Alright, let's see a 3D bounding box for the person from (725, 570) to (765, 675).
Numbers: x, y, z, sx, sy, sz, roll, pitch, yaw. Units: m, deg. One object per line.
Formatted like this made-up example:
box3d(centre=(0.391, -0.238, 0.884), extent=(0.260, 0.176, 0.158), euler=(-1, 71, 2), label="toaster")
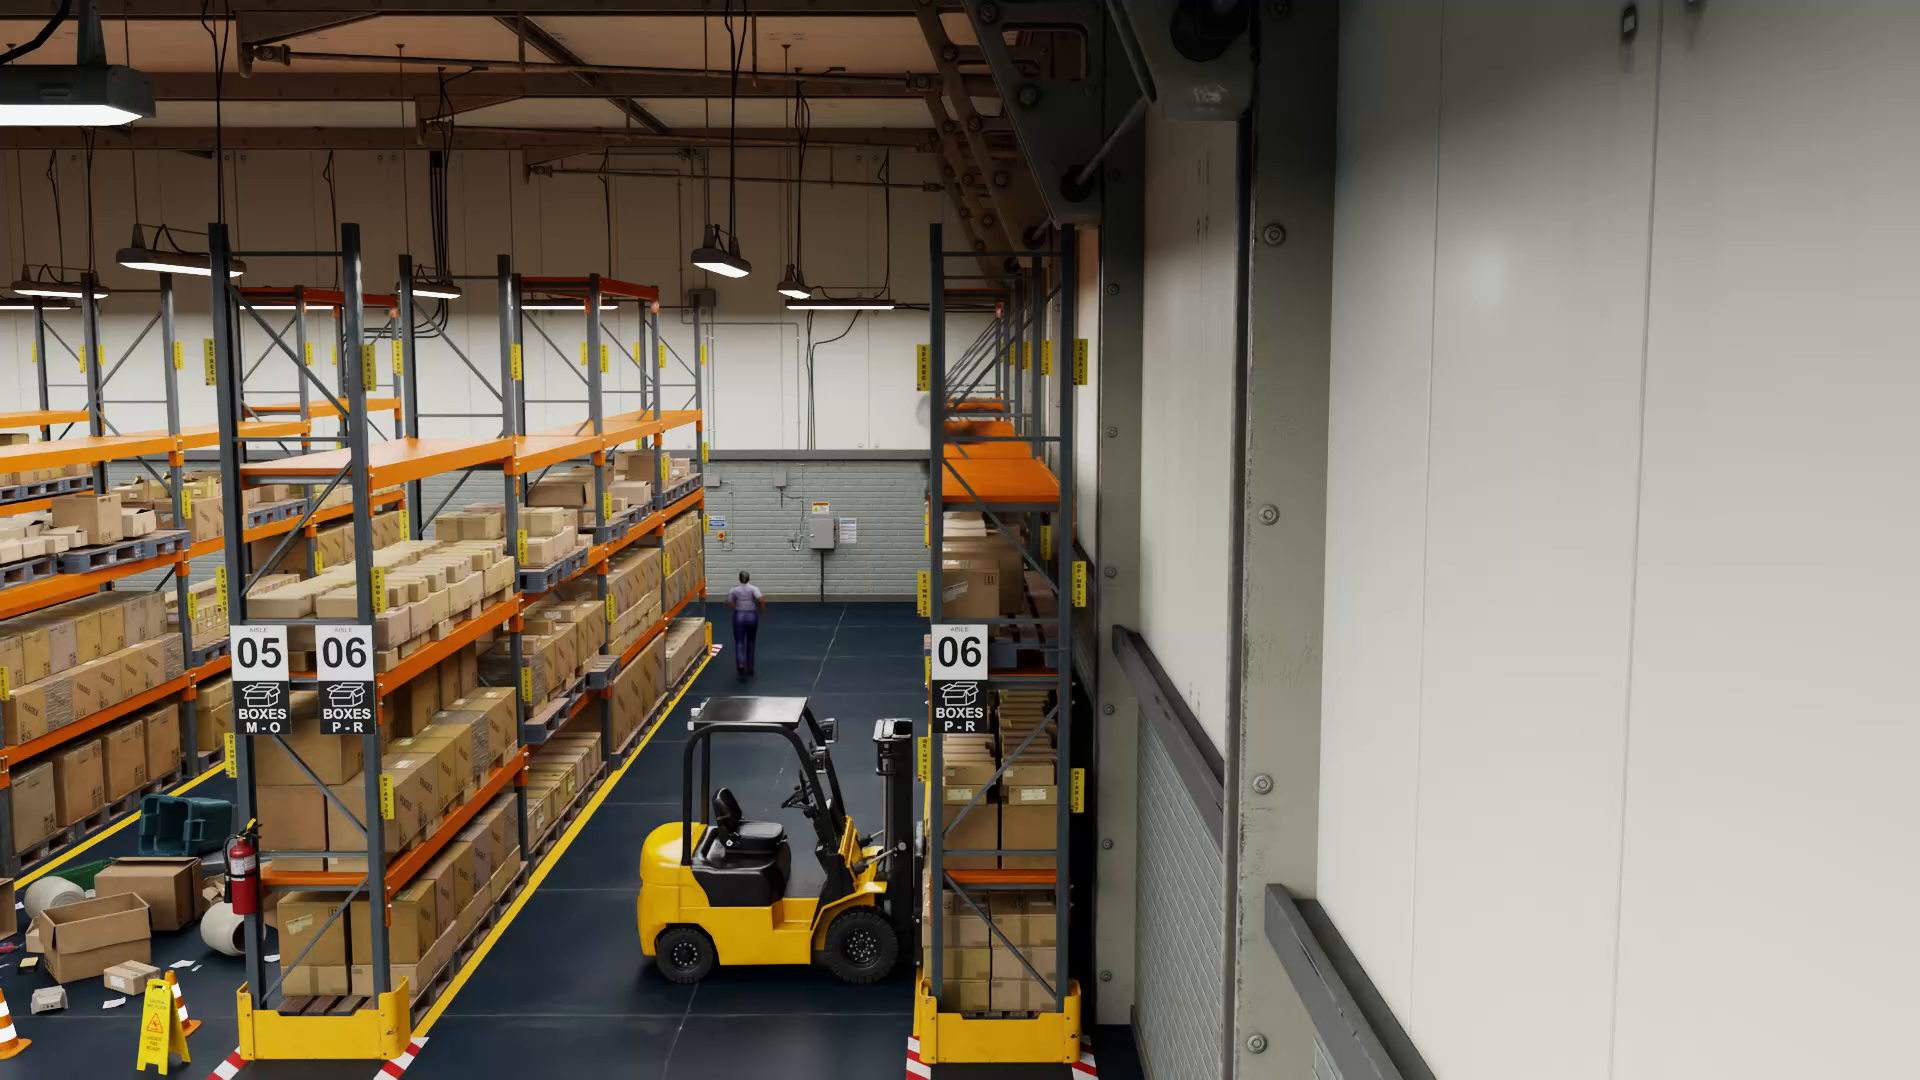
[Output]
box3d(centre=(-3.372, 1.297, 26.076), extent=(0.615, 1.654, 0.866), euler=(-1, 7, -9), label="person")
